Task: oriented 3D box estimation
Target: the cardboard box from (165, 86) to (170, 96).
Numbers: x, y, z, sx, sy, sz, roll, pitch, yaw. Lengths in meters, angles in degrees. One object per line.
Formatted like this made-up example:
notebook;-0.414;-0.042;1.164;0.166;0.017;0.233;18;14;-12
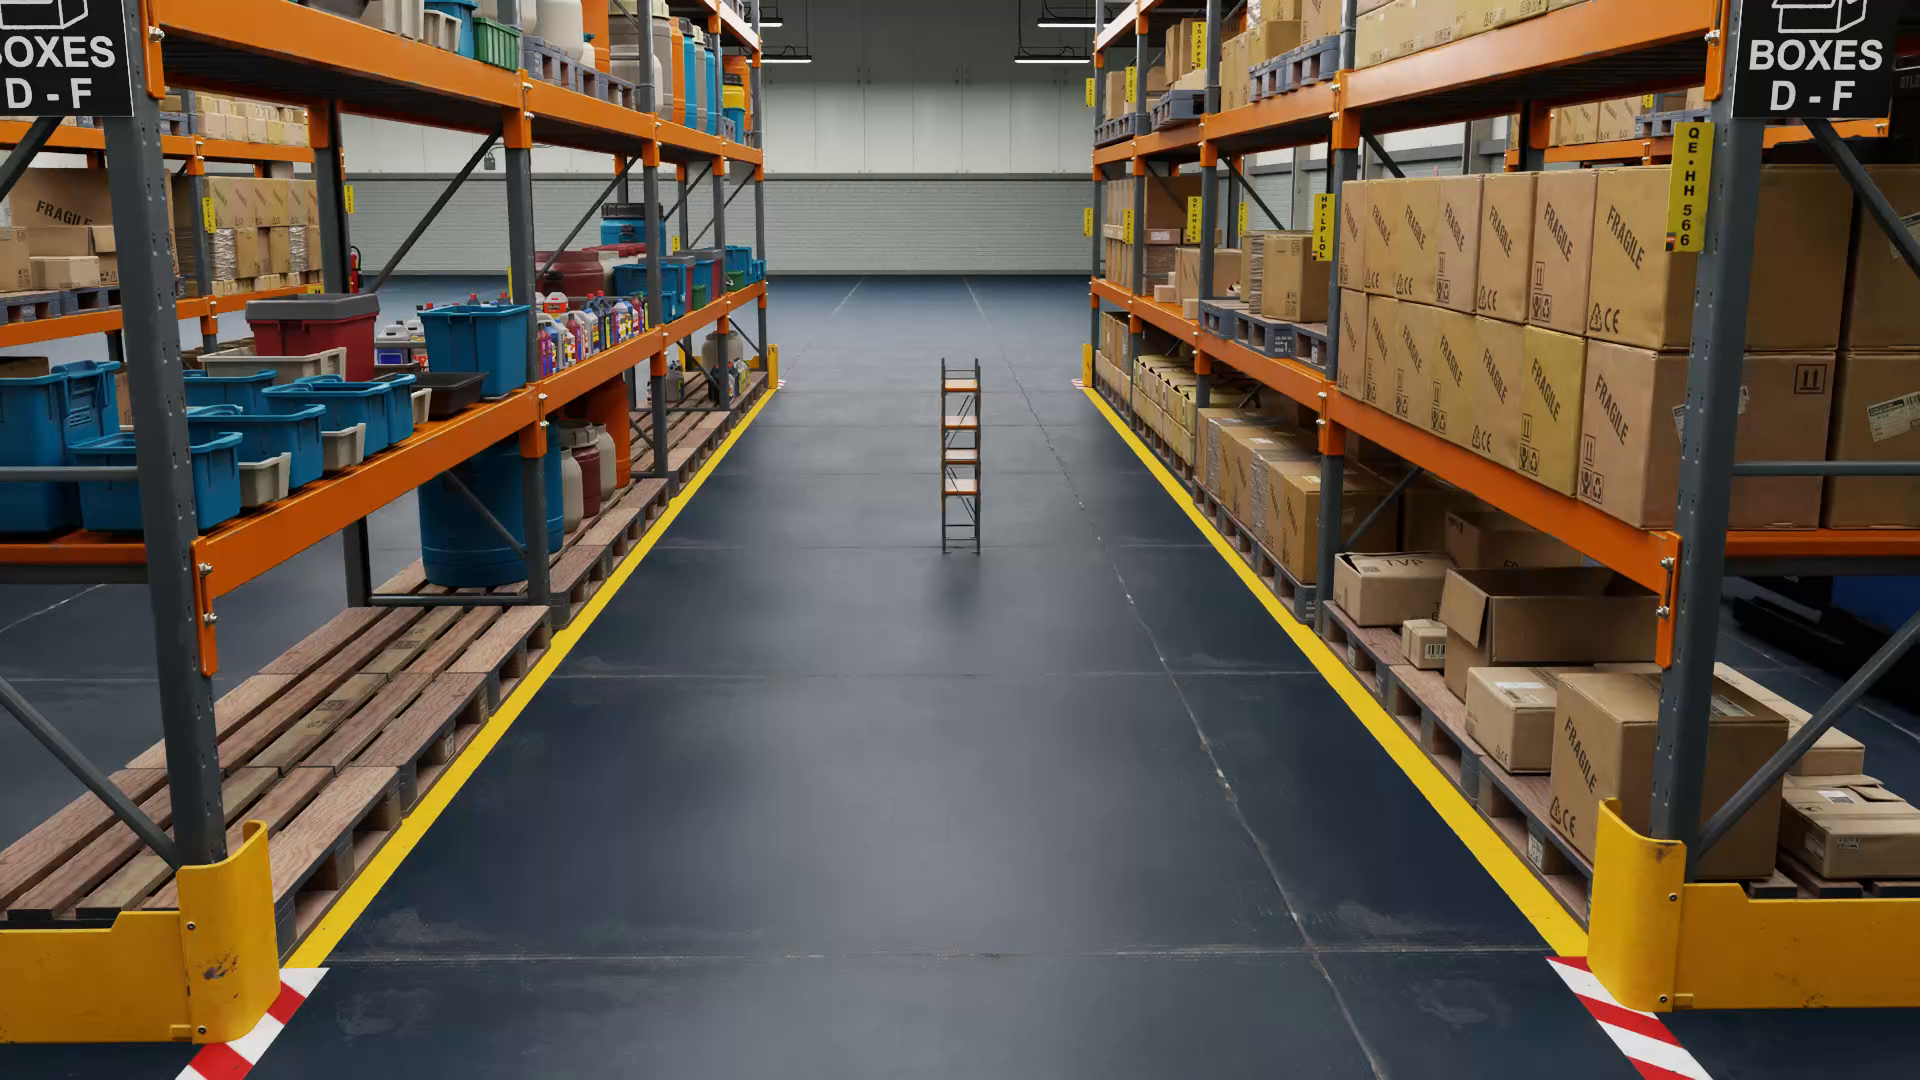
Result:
cardboard box;-7.986;-4.526;16.023;0.500;0.500;0.500;-1;11;-3

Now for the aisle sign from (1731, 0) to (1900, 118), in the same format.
aisle sign;2.125;-1.442;4.082;0.394;0.787;0.004;0;11;-1

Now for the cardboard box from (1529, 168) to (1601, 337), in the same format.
cardboard box;2.135;-0.909;5.230;0.500;0.500;0.500;0;11;0

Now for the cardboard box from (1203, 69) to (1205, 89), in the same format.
cardboard box;2.170;-3.569;12.884;0.500;0.250;0.500;0;11;0

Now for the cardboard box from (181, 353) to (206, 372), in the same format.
cardboard box;-7.690;-1.588;16.574;0.500;0.500;0.500;-1;11;-3

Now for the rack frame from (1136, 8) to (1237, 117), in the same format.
rack frame;2.182;-5.508;15.575;1.000;3.000;0.127;0;11;-1

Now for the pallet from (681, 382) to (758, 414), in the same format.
pallet;-2.770;-1.558;18.209;1.003;0.211;1.213;0;11;-1

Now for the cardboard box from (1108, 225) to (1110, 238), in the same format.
cardboard box;1.904;-3.549;19.125;0.380;0.149;0.250;0;11;-1

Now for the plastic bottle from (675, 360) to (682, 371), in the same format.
plastic bottle;-3.127;-1.860;18.439;0.097;0.271;0.097;0;11;0

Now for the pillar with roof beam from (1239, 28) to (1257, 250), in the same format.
pillar with roof beam;3.131;-10.942;42.359;9.100;9.000;0.548;0;11;-1

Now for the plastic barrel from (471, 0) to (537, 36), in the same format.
plastic barrel;-2.365;-2.806;8.404;0.433;0.535;0.433;0;11;0

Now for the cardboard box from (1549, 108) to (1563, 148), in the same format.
cardboard box;6.799;-4.635;18.516;0.500;0.500;0.500;0;11;1

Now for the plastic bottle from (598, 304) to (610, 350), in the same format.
plastic bottle;-2.222;-1.327;10.348;0.061;0.283;0.133;0;11;-1

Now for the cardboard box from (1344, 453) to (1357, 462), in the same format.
cardboard box;2.556;-0.271;10.029;0.500;0.500;0.500;0;11;0

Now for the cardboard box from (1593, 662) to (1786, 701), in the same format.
cardboard box;2.682;0.642;6.162;0.500;0.250;0.500;0;11;-1

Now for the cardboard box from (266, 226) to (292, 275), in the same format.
cardboard box;-7.725;-3.110;17.847;0.875;0.500;0.500;0;11;-1

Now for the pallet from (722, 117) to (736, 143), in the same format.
pallet;-2.883;-4.069;16.500;1.213;0.211;1.003;0;11;-1

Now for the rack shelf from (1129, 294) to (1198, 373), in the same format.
rack shelf;2.224;-1.818;14.283;1.077;0.370;4.000;0;11;-1

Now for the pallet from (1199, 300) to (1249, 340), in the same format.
pallet;2.349;-1.544;11.609;1.213;0.211;1.003;0;11;-1

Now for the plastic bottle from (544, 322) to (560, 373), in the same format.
plastic bottle;-2.211;-1.038;8.956;0.097;0.271;0.097;0;11;0

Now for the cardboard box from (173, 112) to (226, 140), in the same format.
cardboard box;-7.475;-4.015;16.137;0.500;0.250;0.500;-1;11;-3

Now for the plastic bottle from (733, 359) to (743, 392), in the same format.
plastic bottle;-2.385;-1.750;17.695;0.144;0.351;0.185;0;11;-2

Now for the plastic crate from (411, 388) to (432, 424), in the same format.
plastic crate;-2.268;-0.513;6.556;0.293;0.136;0.466;0;11;-1

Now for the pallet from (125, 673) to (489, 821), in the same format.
pallet;-2.523;0.798;6.596;1.003;0.211;1.213;0;11;-1

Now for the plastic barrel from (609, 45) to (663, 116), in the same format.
plastic barrel;-2.388;-3.341;12.157;0.421;0.512;0.421;0;11;0

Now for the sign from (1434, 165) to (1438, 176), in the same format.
sign;7.894;-6.071;27.607;0.001;0.298;0.199;0;11;-1

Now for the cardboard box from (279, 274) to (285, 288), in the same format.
cardboard box;-7.521;-2.796;17.930;0.380;0.149;0.250;0;11;-1

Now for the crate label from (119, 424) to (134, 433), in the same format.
crate label;-2.742;-0.337;5.689;0.396;0.136;0.243;0;11;-1

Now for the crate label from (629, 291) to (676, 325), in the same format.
crate label;-2.321;-1.756;12.593;0.303;0.233;0.416;0;11;-1

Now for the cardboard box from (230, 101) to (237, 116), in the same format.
cardboard box;-7.527;-4.341;16.742;0.380;0.149;0.250;0;11;1

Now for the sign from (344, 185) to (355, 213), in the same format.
sign;-7.249;-4.044;19.739;0.100;0.325;0.005;0;11;-1

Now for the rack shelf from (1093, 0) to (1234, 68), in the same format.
rack shelf;2.141;-5.357;17.646;1.077;0.370;4.000;0;11;-1

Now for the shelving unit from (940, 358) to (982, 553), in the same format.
shelving unit;0.003;-0.555;10.778;0.258;1.200;0.503;0;11;-1

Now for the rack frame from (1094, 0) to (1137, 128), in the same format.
rack frame;2.100;-6.303;19.494;1.000;3.000;0.127;0;11;-1

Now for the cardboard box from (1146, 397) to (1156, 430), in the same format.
cardboard box;1.966;-1.140;14.995;0.500;0.250;0.500;-1;11;-3

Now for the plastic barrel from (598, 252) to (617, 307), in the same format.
plastic barrel;-2.922;-2.011;13.148;0.421;0.512;0.421;0;11;0

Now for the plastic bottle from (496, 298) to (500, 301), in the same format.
plastic bottle;-3.030;-1.444;10.925;0.061;0.283;0.133;0;11;-1

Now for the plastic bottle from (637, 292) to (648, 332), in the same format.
plastic bottle;-2.253;-1.617;11.779;0.061;0.283;0.133;0;11;-1

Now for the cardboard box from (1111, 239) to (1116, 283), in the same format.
cardboard box;2.112;-3.215;19.109;0.700;0.500;0.500;0;11;0

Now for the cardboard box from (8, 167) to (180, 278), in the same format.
cardboard box;-7.846;-2.869;15.092;1.000;1.000;1.000;0;11;-1

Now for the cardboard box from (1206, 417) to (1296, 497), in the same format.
cardboard box;2.005;-0.567;11.492;0.500;0.500;0.500;-1;11;-3

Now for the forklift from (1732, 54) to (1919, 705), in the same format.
forklift;4.673;-0.919;8.219;1.130;2.935;3.031;0;11;-2

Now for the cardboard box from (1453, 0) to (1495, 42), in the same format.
cardboard box;2.139;-1.978;6.098;0.500;0.250;0.500;0;11;-1

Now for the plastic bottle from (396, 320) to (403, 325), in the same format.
plastic bottle;-2.987;-1.024;8.853;0.061;0.283;0.133;0;11;-1

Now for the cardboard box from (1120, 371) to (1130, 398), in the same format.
cardboard box;1.954;-1.617;17.343;0.500;0.250;0.500;0;11;-1

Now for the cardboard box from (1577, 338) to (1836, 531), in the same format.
cardboard box;2.149;-0.319;4.837;0.500;0.500;0.500;0;11;1

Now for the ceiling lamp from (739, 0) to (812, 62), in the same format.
ceiling lamp;-4.906;-14.194;43.709;2.000;3.185;0.800;0;11;-1

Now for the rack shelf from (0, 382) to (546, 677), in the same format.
rack shelf;-2.563;-0.208;6.348;1.077;0.370;4.000;0;11;-1

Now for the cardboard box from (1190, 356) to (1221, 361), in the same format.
cardboard box;2.477;-1.622;15.956;0.500;0.311;0.500;0;11;-1

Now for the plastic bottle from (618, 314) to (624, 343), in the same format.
plastic bottle;-2.252;-1.392;10.876;0.097;0.201;0.097;0;11;0

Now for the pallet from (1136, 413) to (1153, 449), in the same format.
pallet;2.237;-1.055;15.728;1.003;0.211;1.213;0;11;-1

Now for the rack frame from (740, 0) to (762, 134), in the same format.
rack frame;-2.853;-6.283;19.398;1.000;3.000;0.127;0;11;-1

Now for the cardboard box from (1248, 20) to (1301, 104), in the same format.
cardboard box;2.329;-3.000;10.508;0.910;0.500;0.500;0;11;-1

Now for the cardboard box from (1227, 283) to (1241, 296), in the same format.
cardboard box;2.301;-1.801;12.618;0.500;0.311;0.500;0;11;2

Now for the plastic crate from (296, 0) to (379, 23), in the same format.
plastic crate;-2.279;-1.907;5.527;0.504;0.338;0.767;0;11;-1

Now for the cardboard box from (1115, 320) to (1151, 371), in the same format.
cardboard box;1.941;-2.084;17.759;0.500;0.500;0.500;0;11;-1

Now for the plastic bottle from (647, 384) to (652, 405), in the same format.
plastic bottle;-3.089;-1.463;16.659;0.097;0.201;0.097;0;11;0
